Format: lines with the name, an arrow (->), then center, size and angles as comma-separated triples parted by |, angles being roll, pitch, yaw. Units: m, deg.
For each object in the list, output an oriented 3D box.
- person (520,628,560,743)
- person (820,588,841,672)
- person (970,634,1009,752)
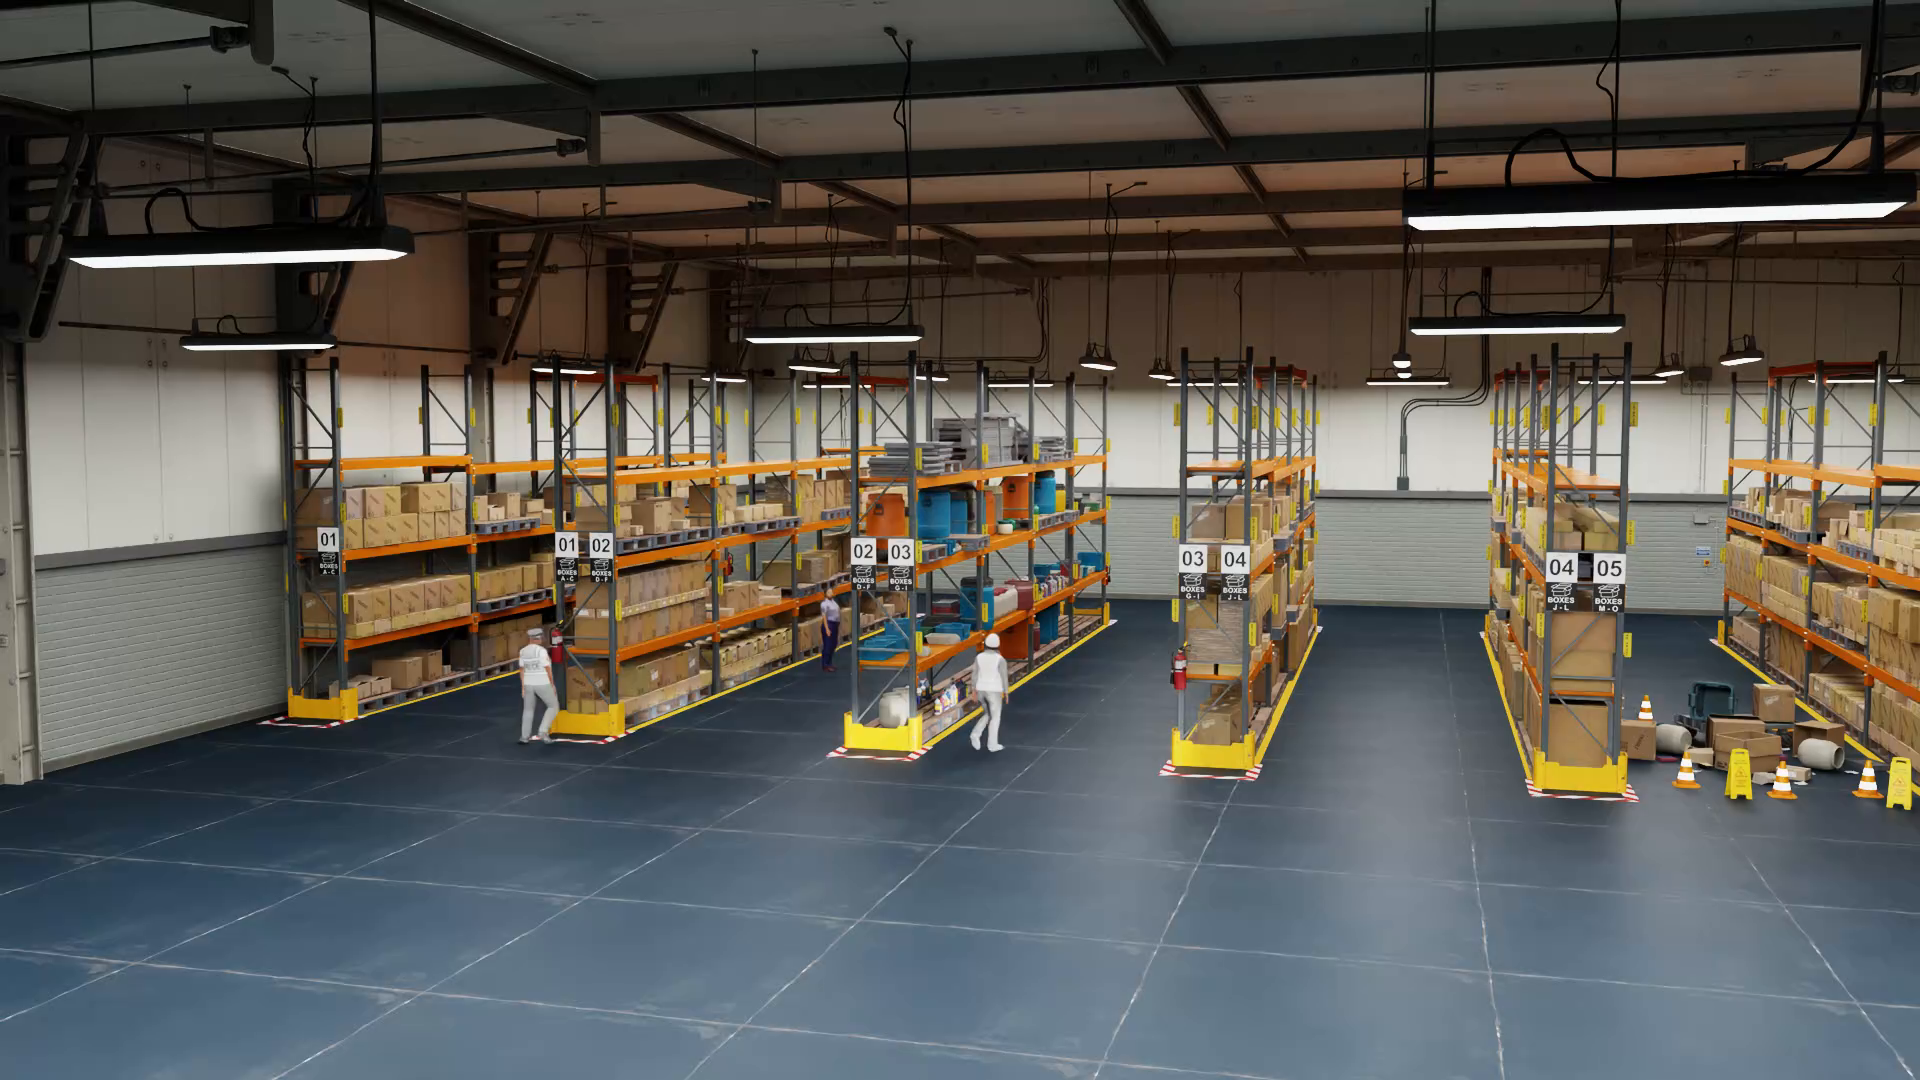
person -> -6.512, 2.240, 25.491 | 0.672, 1.759, 0.447 | 2, 4, 20
person -> -2.554, 1.766, 32.784 | 0.380, 1.655, 0.529 | 1, 4, 16
person -> 0.439, 2.280, 24.912 | 0.499, 1.766, 0.528 | -4, 6, -42
